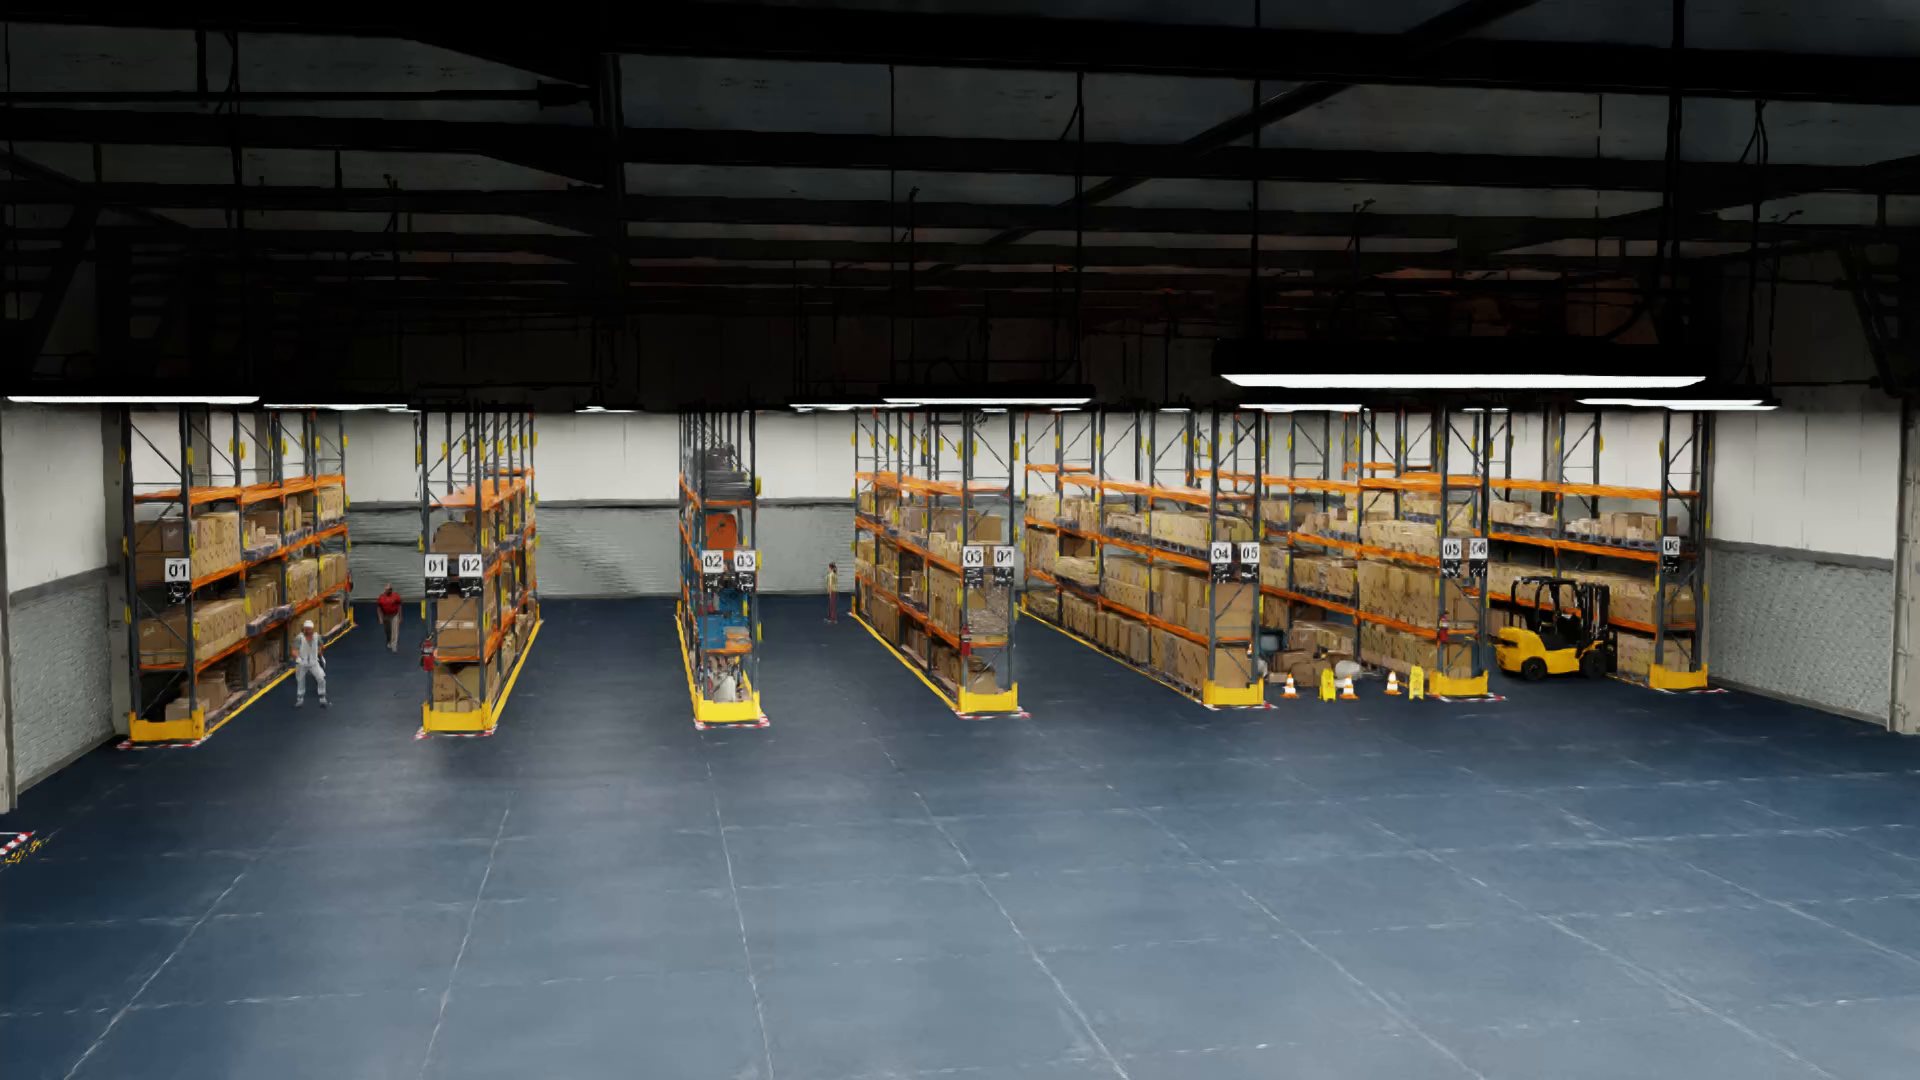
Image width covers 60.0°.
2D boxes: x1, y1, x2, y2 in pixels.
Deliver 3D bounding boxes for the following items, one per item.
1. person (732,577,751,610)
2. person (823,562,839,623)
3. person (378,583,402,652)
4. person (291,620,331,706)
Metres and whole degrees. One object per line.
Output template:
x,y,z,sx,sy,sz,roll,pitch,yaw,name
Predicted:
-6.537,1.245,48.647,0.639,1.605,0.807,-2,5,-27,person
-3.550,1.433,45.634,0.477,1.675,0.493,1,4,16,person
-13.774,1.856,40.139,0.542,1.645,1.126,-1,4,-8,person
-12.720,2.402,32.502,0.685,1.722,0.805,-2,5,-29,person
